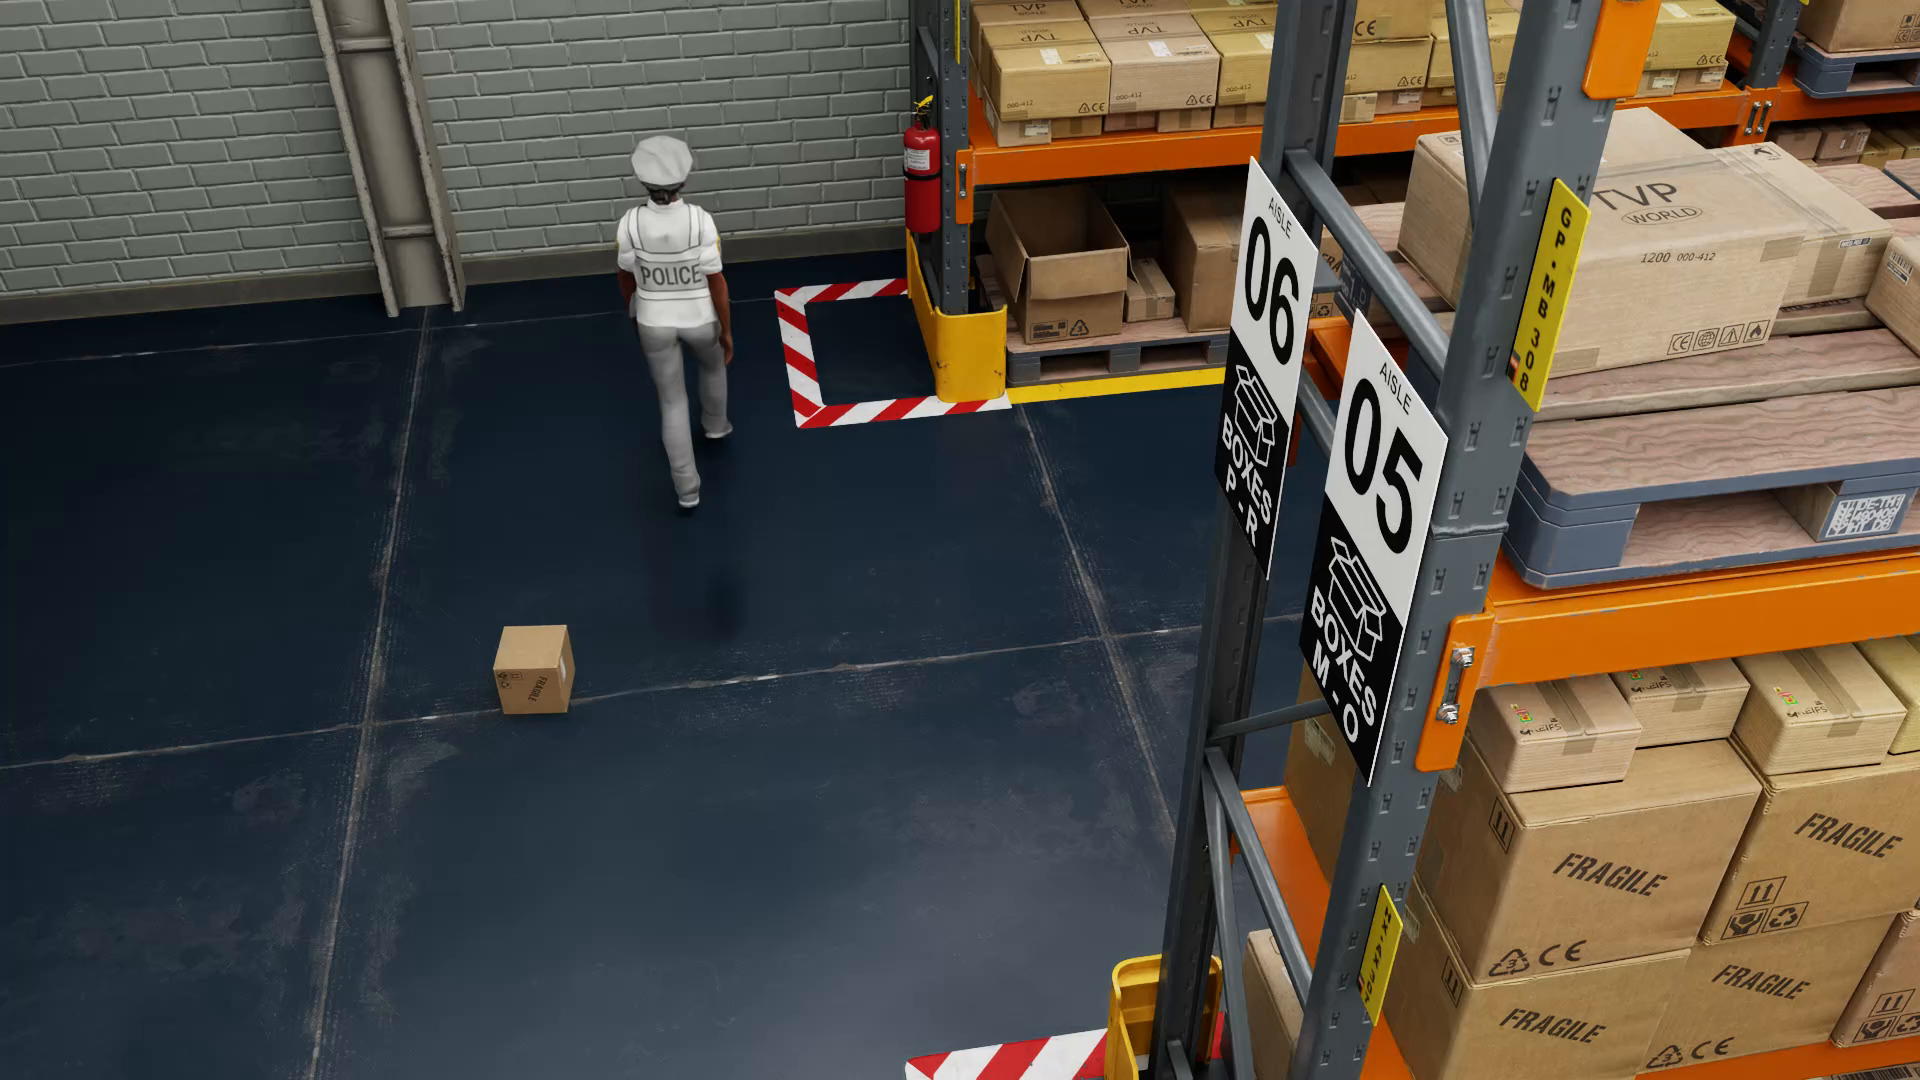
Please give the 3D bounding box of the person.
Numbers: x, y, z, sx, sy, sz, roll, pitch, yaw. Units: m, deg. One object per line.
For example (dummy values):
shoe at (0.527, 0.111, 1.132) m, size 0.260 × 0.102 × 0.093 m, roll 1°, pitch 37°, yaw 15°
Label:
person at (-1.252, -0.990, 7.378) m, size 0.470 × 1.726 × 0.787 m, roll -5°, pitch 39°, yaw -6°
